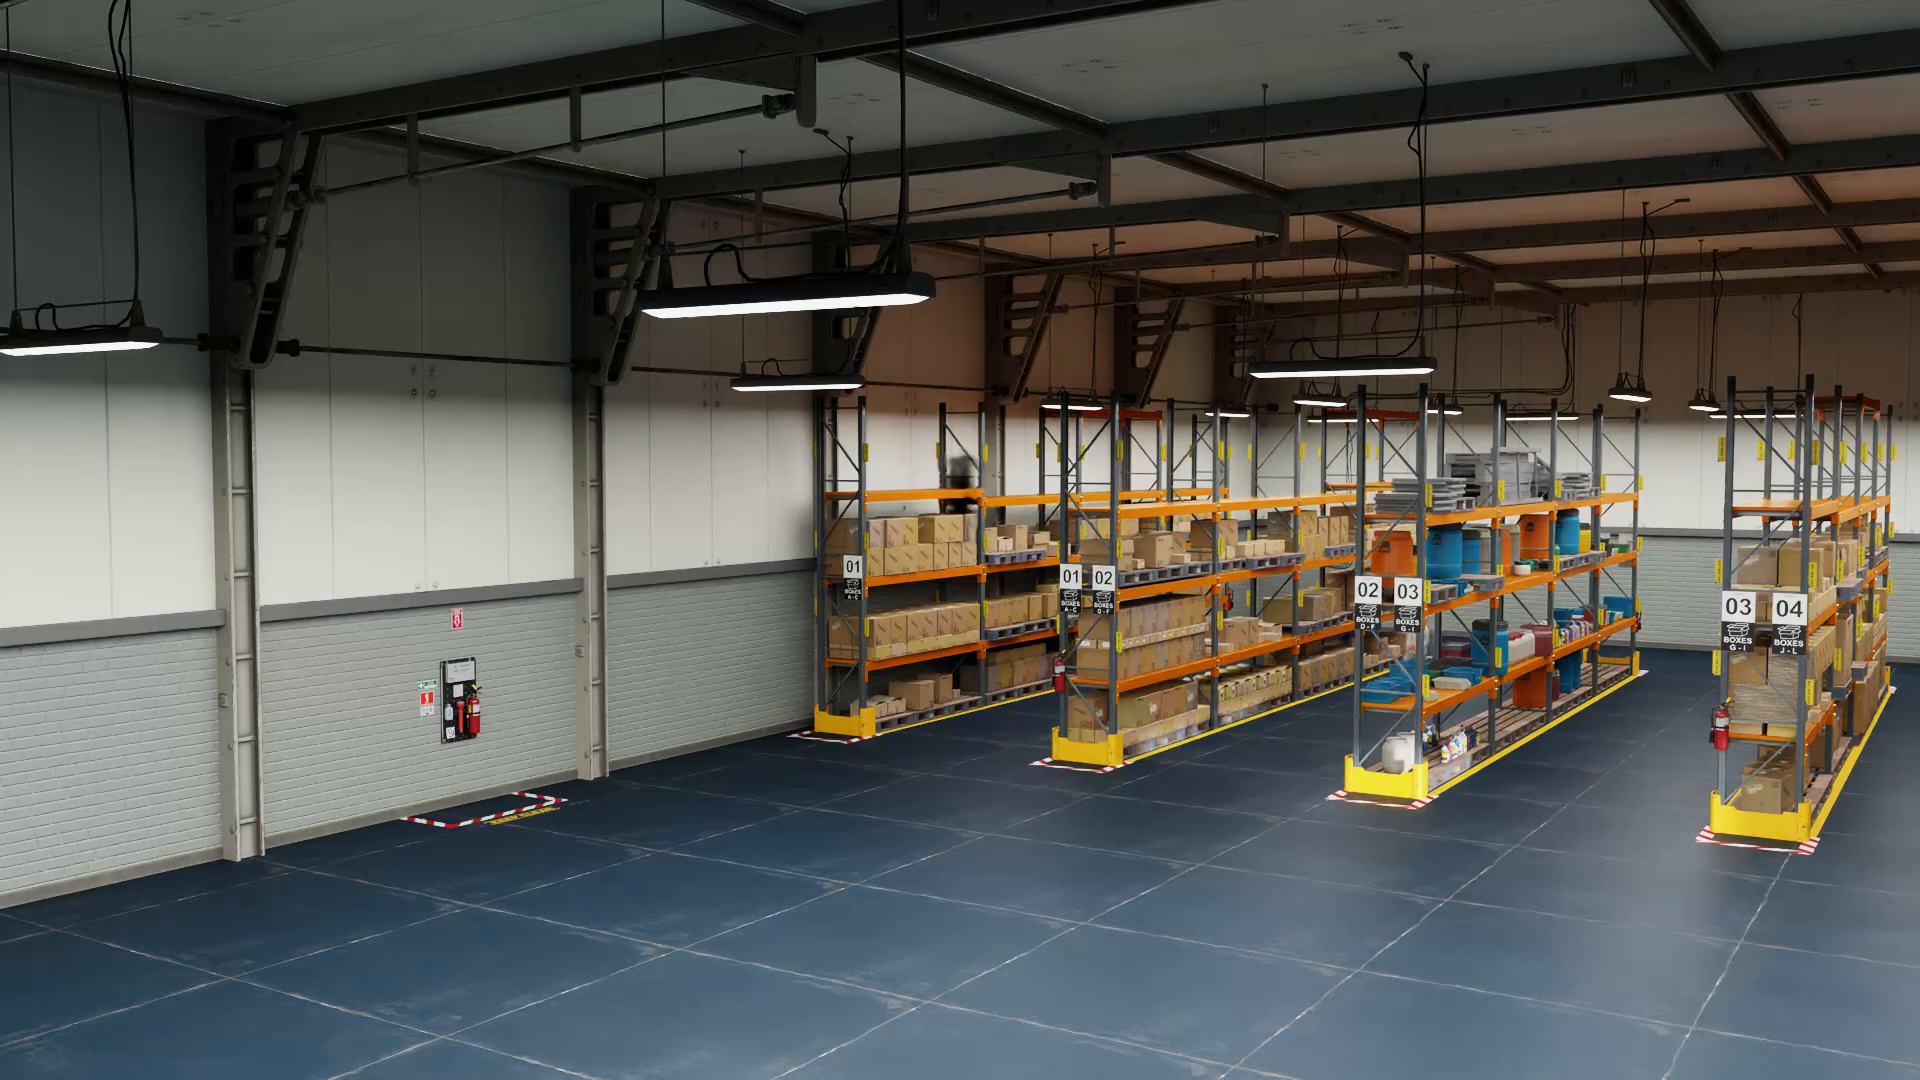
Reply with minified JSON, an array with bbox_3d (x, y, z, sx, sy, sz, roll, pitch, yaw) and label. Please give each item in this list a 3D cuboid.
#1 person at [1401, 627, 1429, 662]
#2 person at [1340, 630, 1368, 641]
[{"bbox_3d":[9.397,2.308,34.382,0.801,1.723,0.742,-3,4,-41],"label":"person"},{"bbox_3d":[10.196,2.055,42.517,0.598,1.511,1.007,-3,4,-40],"label":"person"}]
